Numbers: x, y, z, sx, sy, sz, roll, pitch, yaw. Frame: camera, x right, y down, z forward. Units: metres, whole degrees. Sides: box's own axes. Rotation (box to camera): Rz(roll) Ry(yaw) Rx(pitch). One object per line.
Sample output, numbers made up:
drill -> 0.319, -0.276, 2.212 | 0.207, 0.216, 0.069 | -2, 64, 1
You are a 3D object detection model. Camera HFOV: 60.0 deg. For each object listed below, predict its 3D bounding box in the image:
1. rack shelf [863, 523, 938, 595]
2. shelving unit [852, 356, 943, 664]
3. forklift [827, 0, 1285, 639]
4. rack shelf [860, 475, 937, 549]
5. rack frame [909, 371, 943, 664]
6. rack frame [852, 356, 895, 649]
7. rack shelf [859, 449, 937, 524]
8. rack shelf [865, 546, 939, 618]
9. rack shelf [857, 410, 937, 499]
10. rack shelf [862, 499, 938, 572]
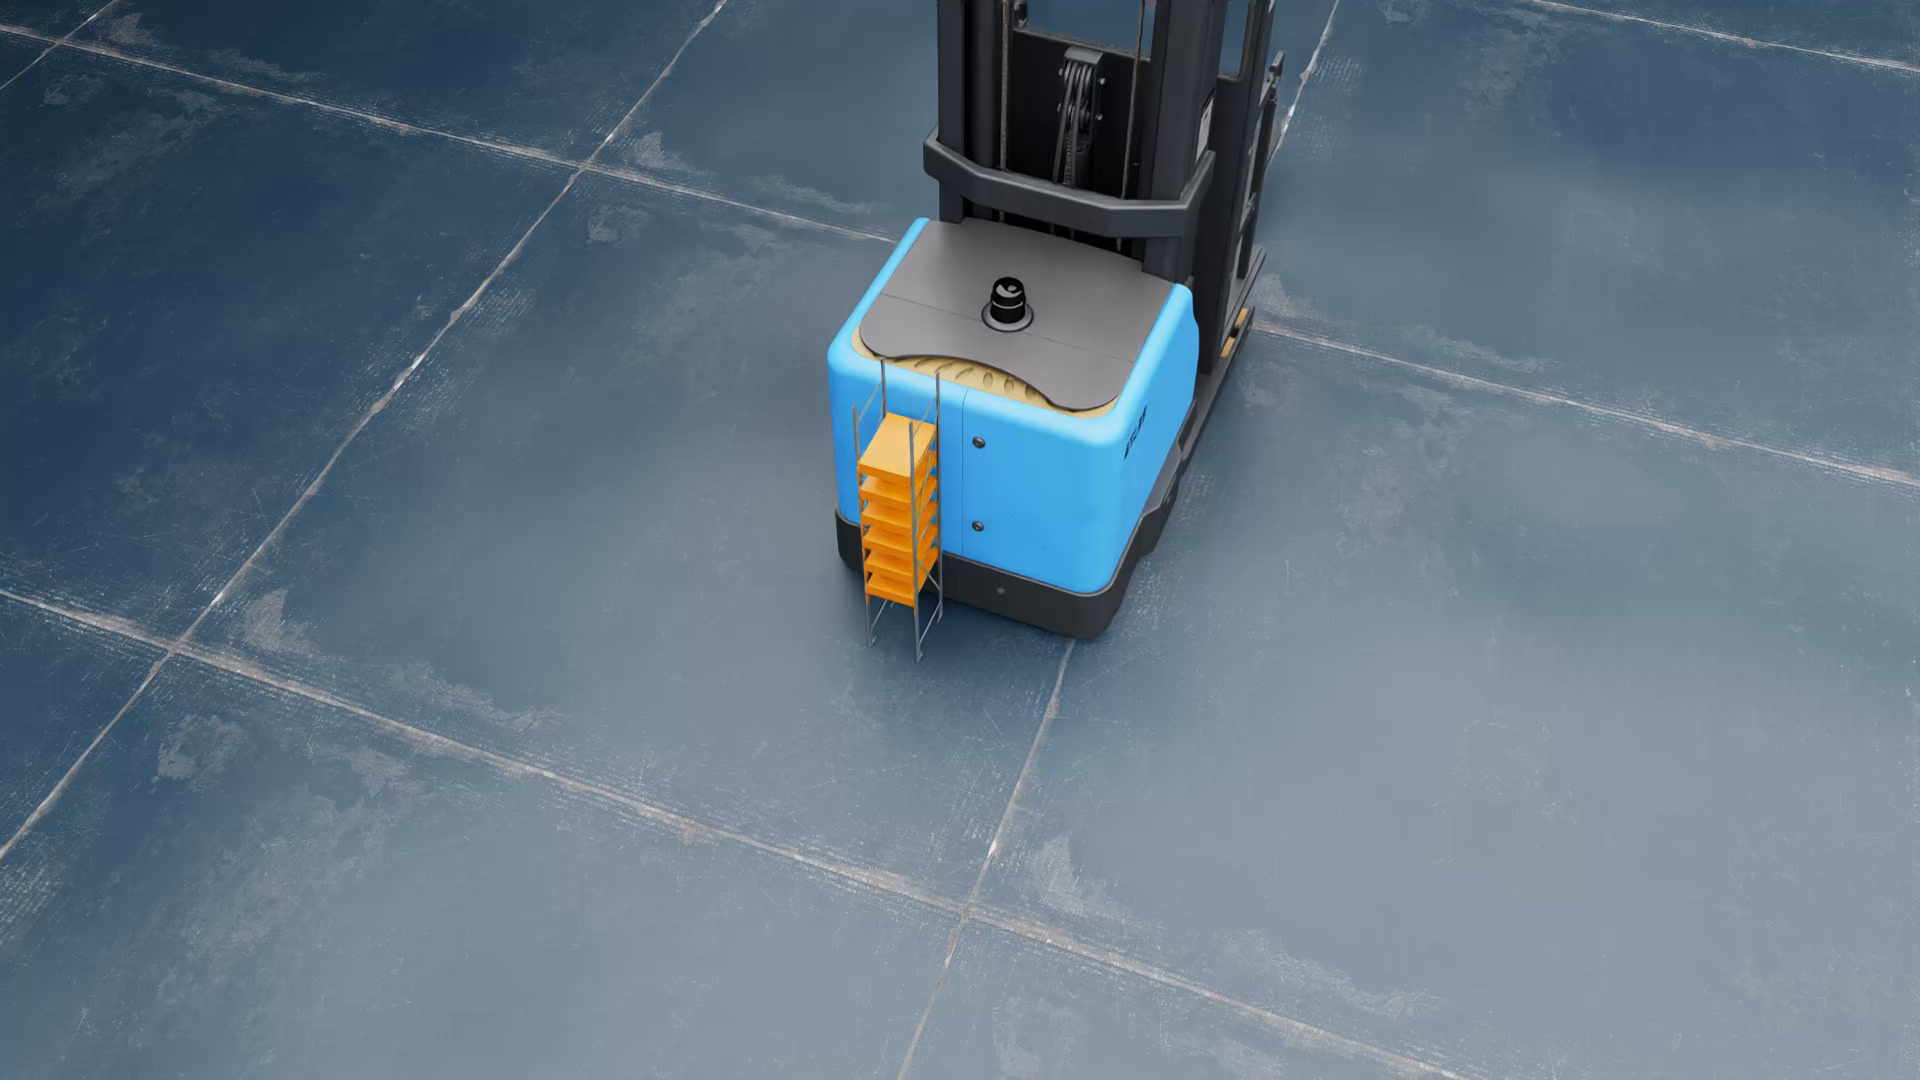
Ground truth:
rack shelf -> -0.193, 0.041, 5.638 | 0.180, 0.103, 0.258 | 16, 51, 14
shelving unit -> -0.193, -0.066, 5.514 | 0.189, 1.200, 0.258 | 16, 51, 14
forklift -> 0.579, -1.749, 5.826 | 1.130, 2.935, 3.031 | 17, 51, 14
rack shelf -> -0.193, -0.116, 5.456 | 0.180, 0.103, 0.258 | 16, 51, 14
rack frame -> -0.108, -0.042, 5.492 | 0.006, 1.200, 0.240 | 16, 51, 14
rack frame -> -0.279, -0.091, 5.535 | 0.006, 1.200, 0.240 | 16, 51, 14
rack shelf -> -0.193, -0.194, 5.366 | 0.180, 0.103, 0.258 | 16, 51, 14
rack shelf -> -0.193, 0.120, 5.728 | 0.180, 0.103, 0.258 | 16, 51, 14
rack shelf -> -0.193, -0.273, 5.275 | 0.180, 0.103, 0.258 | 16, 51, 14
rack shelf -> -0.193, -0.037, 5.547 | 0.180, 0.103, 0.258 | 16, 51, 14
